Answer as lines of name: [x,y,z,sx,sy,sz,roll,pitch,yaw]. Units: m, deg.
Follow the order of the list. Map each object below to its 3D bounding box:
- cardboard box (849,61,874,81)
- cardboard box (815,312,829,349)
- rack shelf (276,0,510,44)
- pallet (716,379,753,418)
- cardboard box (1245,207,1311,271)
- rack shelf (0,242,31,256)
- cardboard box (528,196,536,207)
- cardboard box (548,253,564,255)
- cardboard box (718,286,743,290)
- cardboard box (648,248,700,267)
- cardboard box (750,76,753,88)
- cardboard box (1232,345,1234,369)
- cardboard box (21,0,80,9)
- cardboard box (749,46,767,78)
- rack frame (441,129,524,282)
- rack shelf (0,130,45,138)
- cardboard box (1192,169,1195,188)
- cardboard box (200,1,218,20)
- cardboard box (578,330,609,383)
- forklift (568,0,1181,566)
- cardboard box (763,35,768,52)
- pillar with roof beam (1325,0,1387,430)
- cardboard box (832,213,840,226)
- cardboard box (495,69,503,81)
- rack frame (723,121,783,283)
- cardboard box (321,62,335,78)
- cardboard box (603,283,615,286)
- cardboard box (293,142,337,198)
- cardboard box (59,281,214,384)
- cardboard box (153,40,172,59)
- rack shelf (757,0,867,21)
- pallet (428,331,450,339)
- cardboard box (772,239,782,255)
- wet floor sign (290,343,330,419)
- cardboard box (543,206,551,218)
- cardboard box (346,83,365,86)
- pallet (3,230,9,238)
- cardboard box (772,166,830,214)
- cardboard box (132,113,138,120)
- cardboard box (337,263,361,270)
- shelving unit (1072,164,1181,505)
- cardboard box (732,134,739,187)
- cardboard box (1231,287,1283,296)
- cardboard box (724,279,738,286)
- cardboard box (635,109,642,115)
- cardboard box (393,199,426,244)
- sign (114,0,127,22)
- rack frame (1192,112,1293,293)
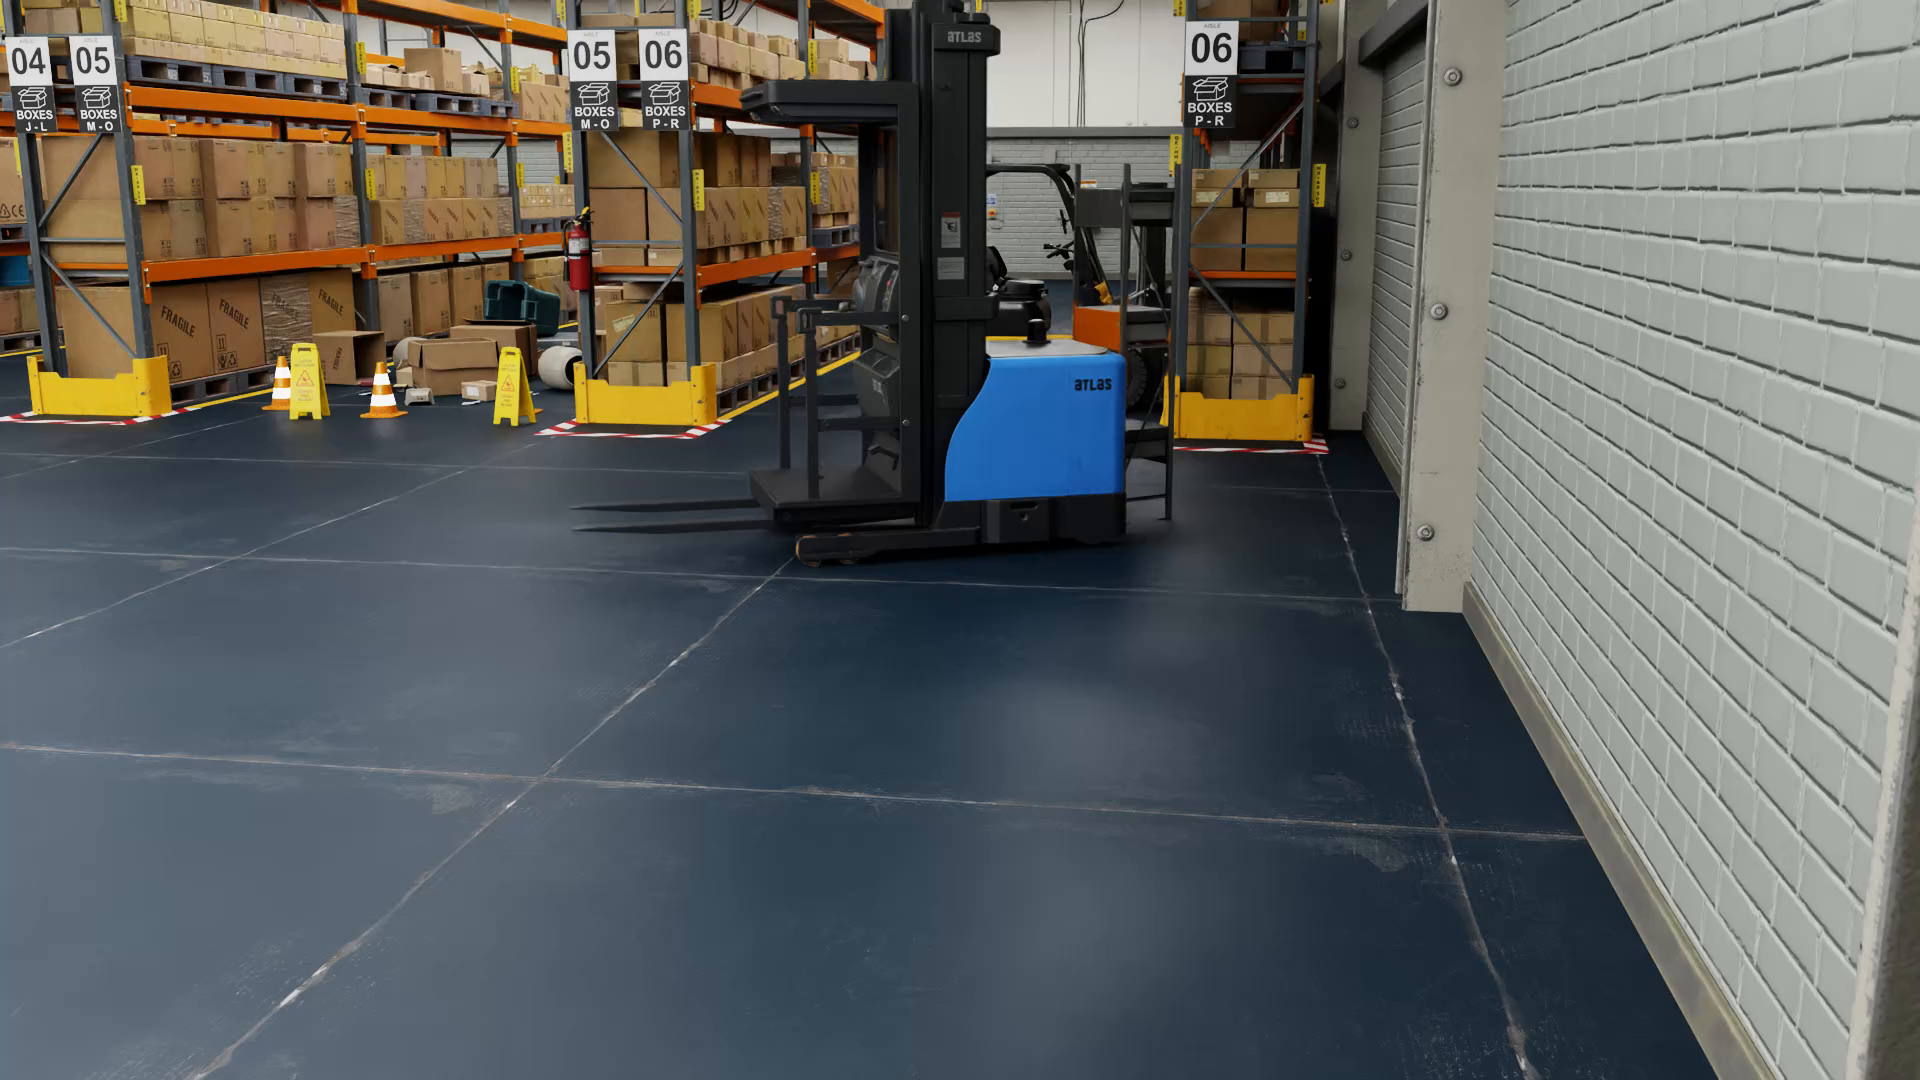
cardboard box: [-1.542,-5.931,21.533,0.797,0.503,0.637,1,12,5]
cardboard box: [-1.988,-2.323,18.393,0.950,0.372,0.625,2,12,9]
rack shelf: [-6.665,-6.234,19.718,1.077,0.370,4.000,2,12,9]
pallet: [-2.510,-1.281,14.936,1.003,0.211,1.213,2,12,9]
cardboard box: [2.574,-2.443,13.473,0.500,0.500,0.500,2,12,10]
rack shelf: [-11.551,-3.679,21.151,1.077,0.370,4.000,2,12,9]
cardboard box: [-6.045,-4.644,22.814,0.380,0.149,0.250,2,12,11]
cardboard box: [-5.767,-4.067,24.403,0.500,0.250,0.500,1,12,6]
cardboard box: [-2.494,-2.295,16.772,0.500,0.500,0.500,2,12,11]
cardboard box: [-2.425,-2.402,14.113,0.380,0.149,0.250,2,12,9]
cardboard box: [-2.114,-4.188,15.281,0.380,0.149,0.250,2,12,7]
cardboard box: [2.567,-1.602,14.149,0.500,0.250,0.500,2,12,8]
cardboard box: [-7.872,-4.668,14.384,0.380,0.149,0.250,2,12,9]
cardboard box: [-2.101,-4.414,15.383,0.500,0.250,0.500,2,12,10]
rack frame: [-6.358,-4.265,22.164,1.000,3.000,0.127,2,12,9]
rack shelf: [-15.830,-6.138,25.443,1.077,0.370,4.000,2,12,9]
cardboard box: [2.078,-2.945,13.557,0.380,0.149,0.250,2,12,9]
cardboard box: [-7.065,-4.858,15.264,0.380,0.149,0.250,2,12,8]
cardboard box: [-3.575,-1.893,17.086,0.500,0.500,0.500,-10,16,-40]
forklift: [-0.391,-1.430,9.173,3.553,2.935,1.130,-3,13,-14]
cardboard box: [-2.032,-4.681,15.678,0.380,0.149,0.250,2,12,9]
pillar with roof beam: [-1.032,-5.488,13.599,9.100,9.000,0.400,2,12,9]
cardboard box: [-1.573,-3.646,18.889,0.380,0.149,0.250,2,12,10]
cardboard box: [-6.375,-6.515,23.432,0.396,0.266,0.258,2,12,9]
rack frame: [-2.063,-3.293,17.653,0.949,2.616,0.053,2,12,9]
cardboard box: [-6.751,-4.891,17.312,0.380,0.149,0.250,2,12,10]
cardboard box: [-5.607,-3.919,25.494,0.500,0.500,0.500,2,12,8]
cardboard box: [-7.033,-3.840,17.271,0.875,0.550,0.550,2,12,9]
cardboard box: [-7.549,-1.910,15.281,0.875,0.875,0.875,2,12,9]
cardboard box: [-7.180,-4.311,14.621,0.380,0.149,0.250,2,12,9]
rack shelf: [-1.759,-6.165,19.056,0.831,0.071,3.687,2,12,9]
pallet: [-6.743,-2.487,20.532,1.003,0.211,1.213,2,12,9]
cardboard box: [-1.967,-2.882,16.342,0.380,0.149,0.250,2,12,8]
wet floor sign: [-5.636,-1.379,14.359,0.267,0.644,0.232,0,12,-1]
cardboard box: [-5.967,-4.602,23.329,0.380,0.149,0.250,2,12,11]
cardboard box: [-7.022,-5.232,18.651,0.500,0.250,0.500,2,12,9]
pallet: [-11.507,-3.940,21.109,1.003,0.211,1.213,2,12,9]
cardboard box: [-1.711,-3.781,17.977,0.500,0.500,0.500,2,12,10]
cardboard box: [-11.137,-5.629,21.729,0.500,0.250,0.500,2,12,8]
cardboard box: [-10.447,-4.581,27.676,0.875,0.875,0.875,2,12,9]
shelving unit: [0.981,-1.180,9.985,0.431,2.100,0.499,-7,14,-30]
cardboard box: [-2.552,-3.682,16.143,0.700,0.500,0.500,2,12,7]
cardboard box: [2.954,-2.374,16.546,0.500,0.250,0.500,2,12,10]
cardboard box: [-2.502,-2.700,17.111,0.380,0.149,0.250,2,12,9]
cardboard box: [-5.350,-6.931,26.584,0.500,0.250,0.500,2,12,8]
cardboard box: [-6.549,-3.687,19.245,0.500,0.500,0.500,2,12,9]
sign: [-7.041,-4.513,13.931,0.100,0.325,0.005,2,12,9]
rack frame: [2.839,-3.133,16.911,1.000,3.000,0.127,2,12,9]
